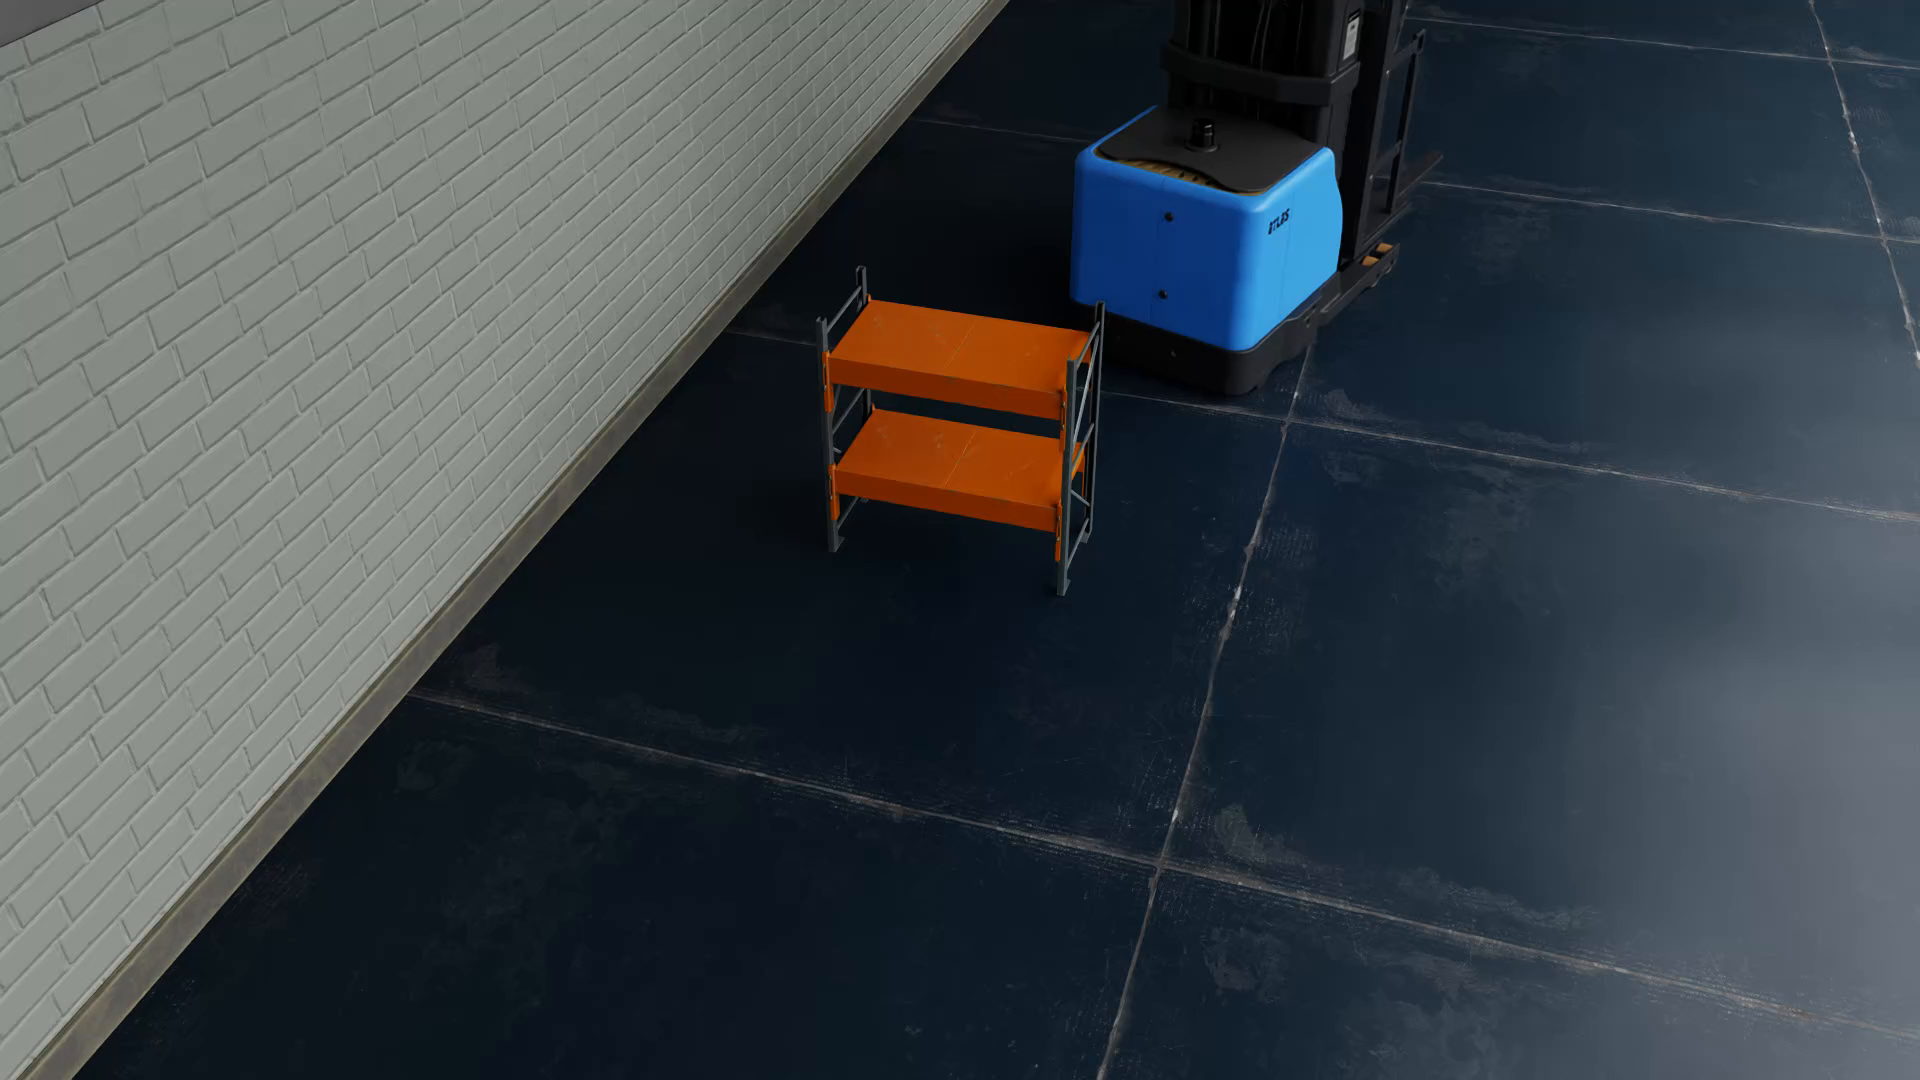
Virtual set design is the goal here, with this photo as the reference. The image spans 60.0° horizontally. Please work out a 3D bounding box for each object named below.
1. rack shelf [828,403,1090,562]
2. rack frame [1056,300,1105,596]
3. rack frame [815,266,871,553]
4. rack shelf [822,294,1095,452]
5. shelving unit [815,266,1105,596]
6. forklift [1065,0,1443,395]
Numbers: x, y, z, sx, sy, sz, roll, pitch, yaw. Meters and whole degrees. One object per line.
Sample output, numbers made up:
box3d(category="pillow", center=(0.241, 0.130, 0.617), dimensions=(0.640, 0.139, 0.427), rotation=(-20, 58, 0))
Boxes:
box3d(category="rack shelf", center=(0.006, -0.255, 7.060), dimensions=(1.000, 0.278, 0.538), rotation=(10, 38, 14))
box3d(category="rack frame", center=(0.492, -0.362, 6.793), dimensions=(0.032, 1.125, 0.500), rotation=(10, 38, 14))
box3d(category="rack frame", center=(-0.479, -0.542, 7.037), dimensions=(0.032, 1.125, 0.500), rotation=(10, 38, 14))
box3d(category="rack shelf", center=(0.006, -0.688, 6.741), dimensions=(1.000, 0.278, 0.538), rotation=(10, 38, 14))
box3d(category="shelving unit", center=(0.006, -0.452, 6.915), dimensions=(1.048, 1.125, 0.538), rotation=(10, 38, 14))
box3d(category="forklift", center=(1.788, -2.716, 8.467), dimensions=(1.130, 2.935, 3.031), rotation=(22, 42, 27))
